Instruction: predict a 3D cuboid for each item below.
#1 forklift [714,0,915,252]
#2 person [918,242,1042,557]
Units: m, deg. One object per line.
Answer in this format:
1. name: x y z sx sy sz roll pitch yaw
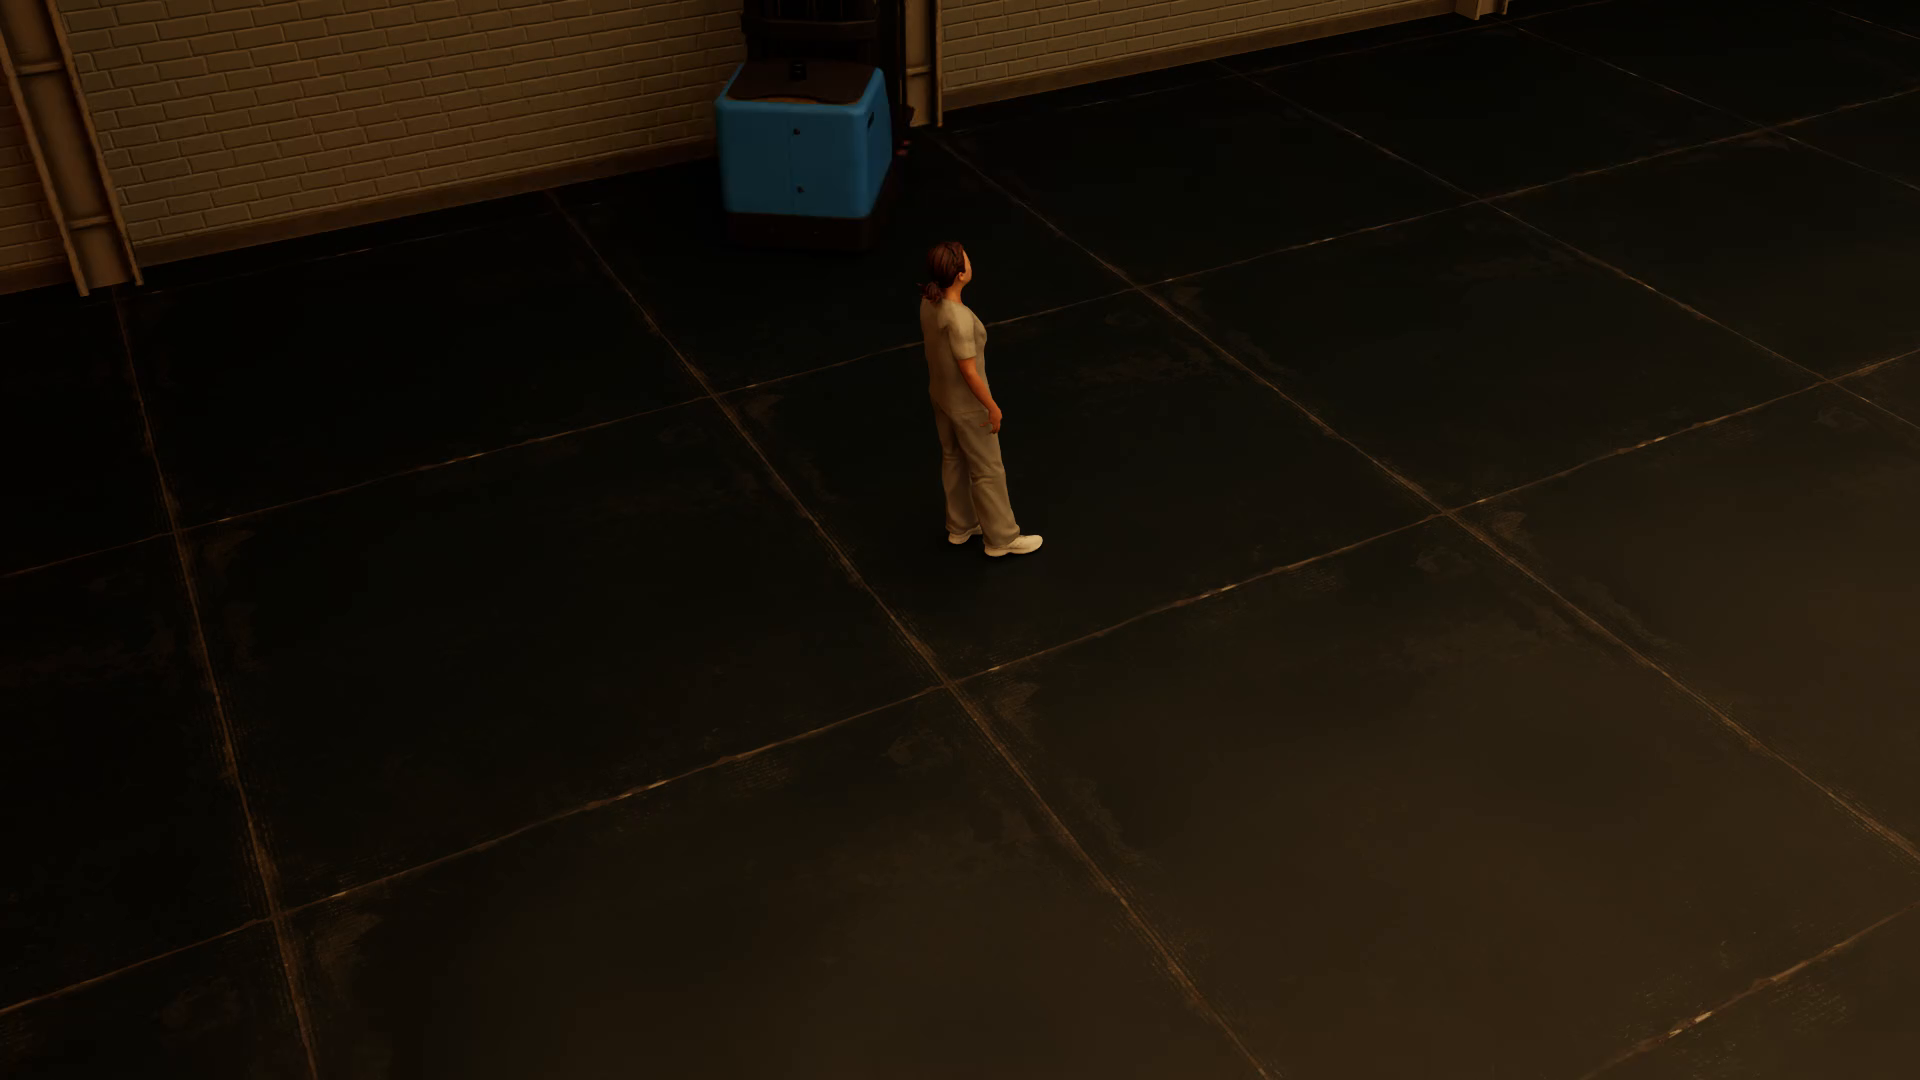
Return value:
1. forklift: -0.942 -3.995 11.775 1.130 2.935 3.031 4 35 6
2. person: 0.072 -0.703 8.193 0.548 1.673 0.549 -17 39 -23
